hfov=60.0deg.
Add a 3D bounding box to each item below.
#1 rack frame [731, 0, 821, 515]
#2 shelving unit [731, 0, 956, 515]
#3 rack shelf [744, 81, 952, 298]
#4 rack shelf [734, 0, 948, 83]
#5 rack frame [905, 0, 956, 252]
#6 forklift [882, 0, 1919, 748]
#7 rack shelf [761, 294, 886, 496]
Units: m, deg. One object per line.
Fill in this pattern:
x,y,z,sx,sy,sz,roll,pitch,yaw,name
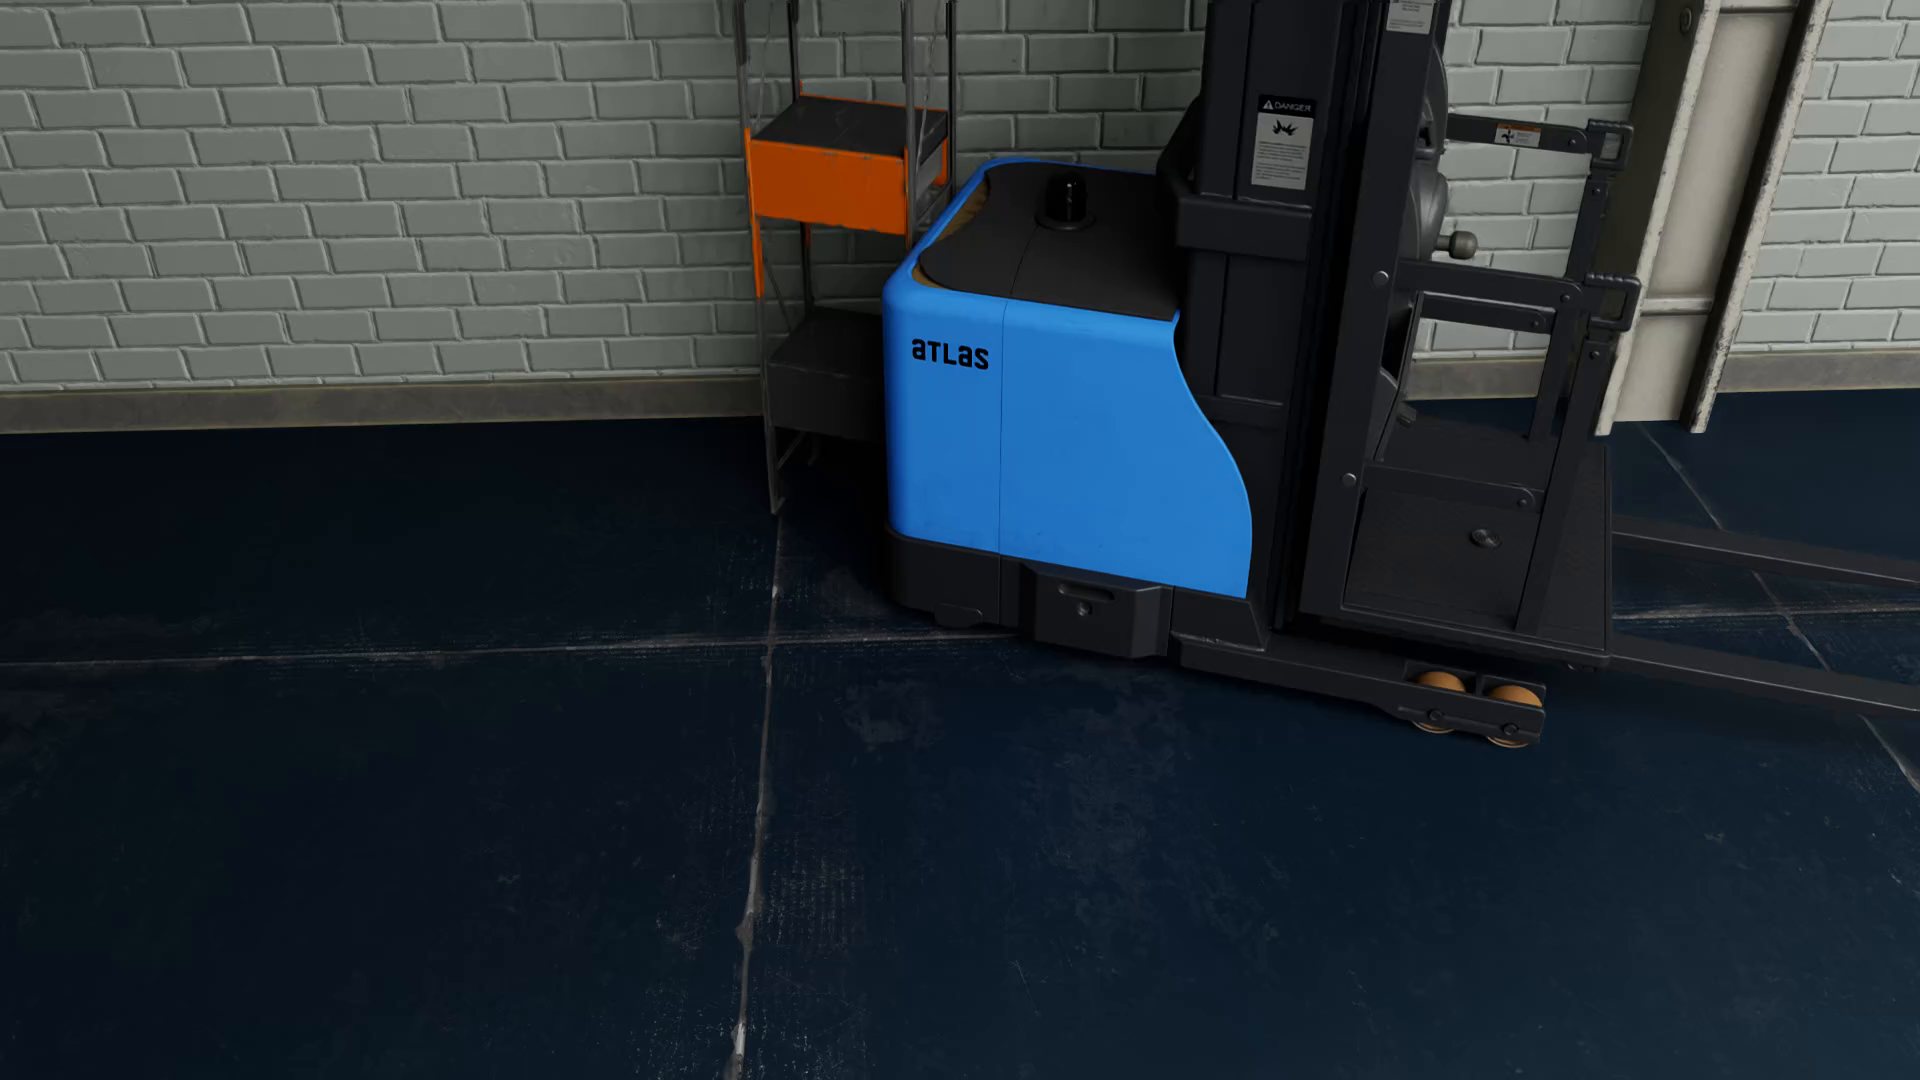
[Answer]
-0.543,-1.053,4.927,0.015,2.100,0.400,10,36,14,rack frame
-0.311,-1.011,4.866,0.503,2.100,0.431,10,36,14,shelving unit
-0.311,-1.000,4.874,0.480,0.518,0.431,10,36,14,rack shelf
-0.311,-1.576,4.476,0.480,0.518,0.431,10,36,14,rack shelf
-0.078,-0.969,4.805,0.015,2.100,0.400,10,36,14,rack frame
1.354,-0.990,4.104,3.031,2.935,1.130,10,36,14,forklift
-0.311,-0.425,5.272,0.480,0.518,0.431,10,36,14,rack shelf
